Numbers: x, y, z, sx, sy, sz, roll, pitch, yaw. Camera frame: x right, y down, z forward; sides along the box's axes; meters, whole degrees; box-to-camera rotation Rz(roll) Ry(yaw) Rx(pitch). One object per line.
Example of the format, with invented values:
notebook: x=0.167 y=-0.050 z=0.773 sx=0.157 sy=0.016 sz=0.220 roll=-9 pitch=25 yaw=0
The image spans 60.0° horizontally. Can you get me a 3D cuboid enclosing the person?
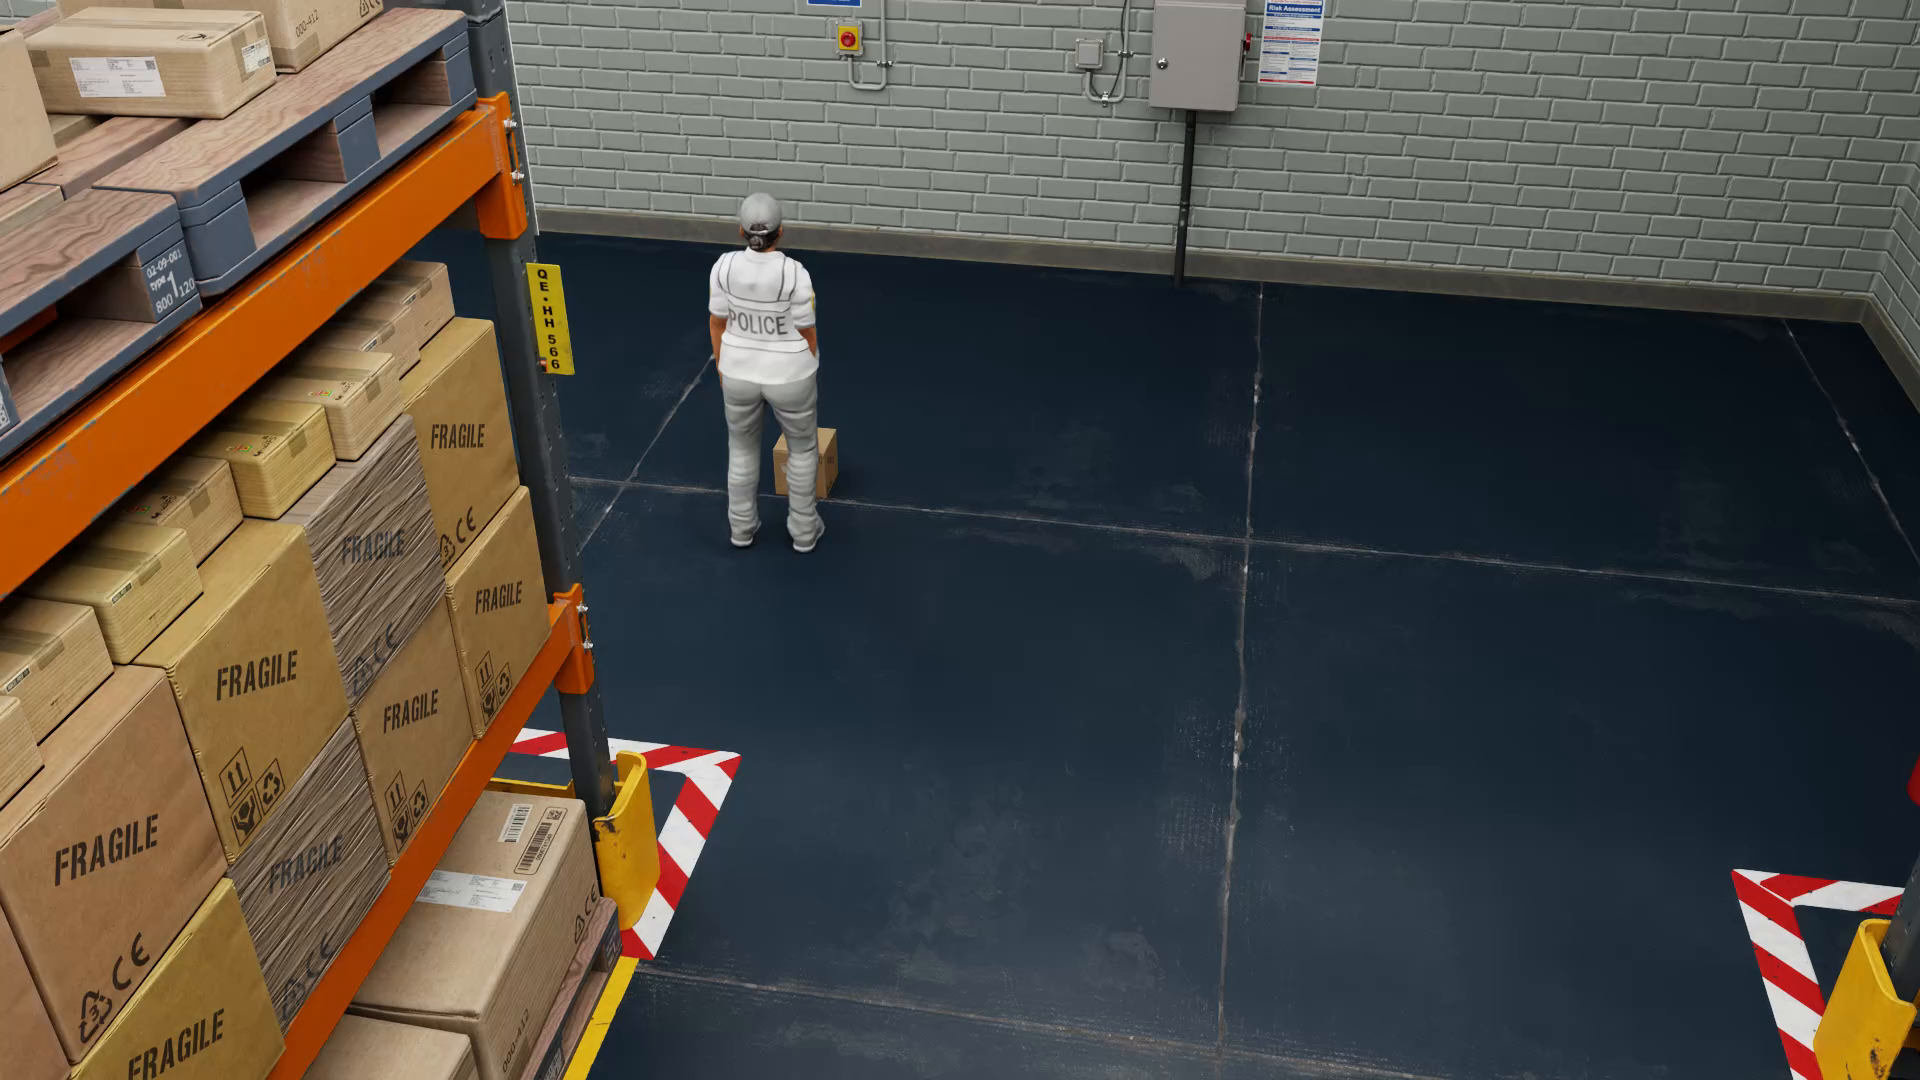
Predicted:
person: x=-0.835 y=-0.717 z=7.270 sx=0.478 sy=1.673 sz=0.389 roll=6 pitch=33 yaw=9
